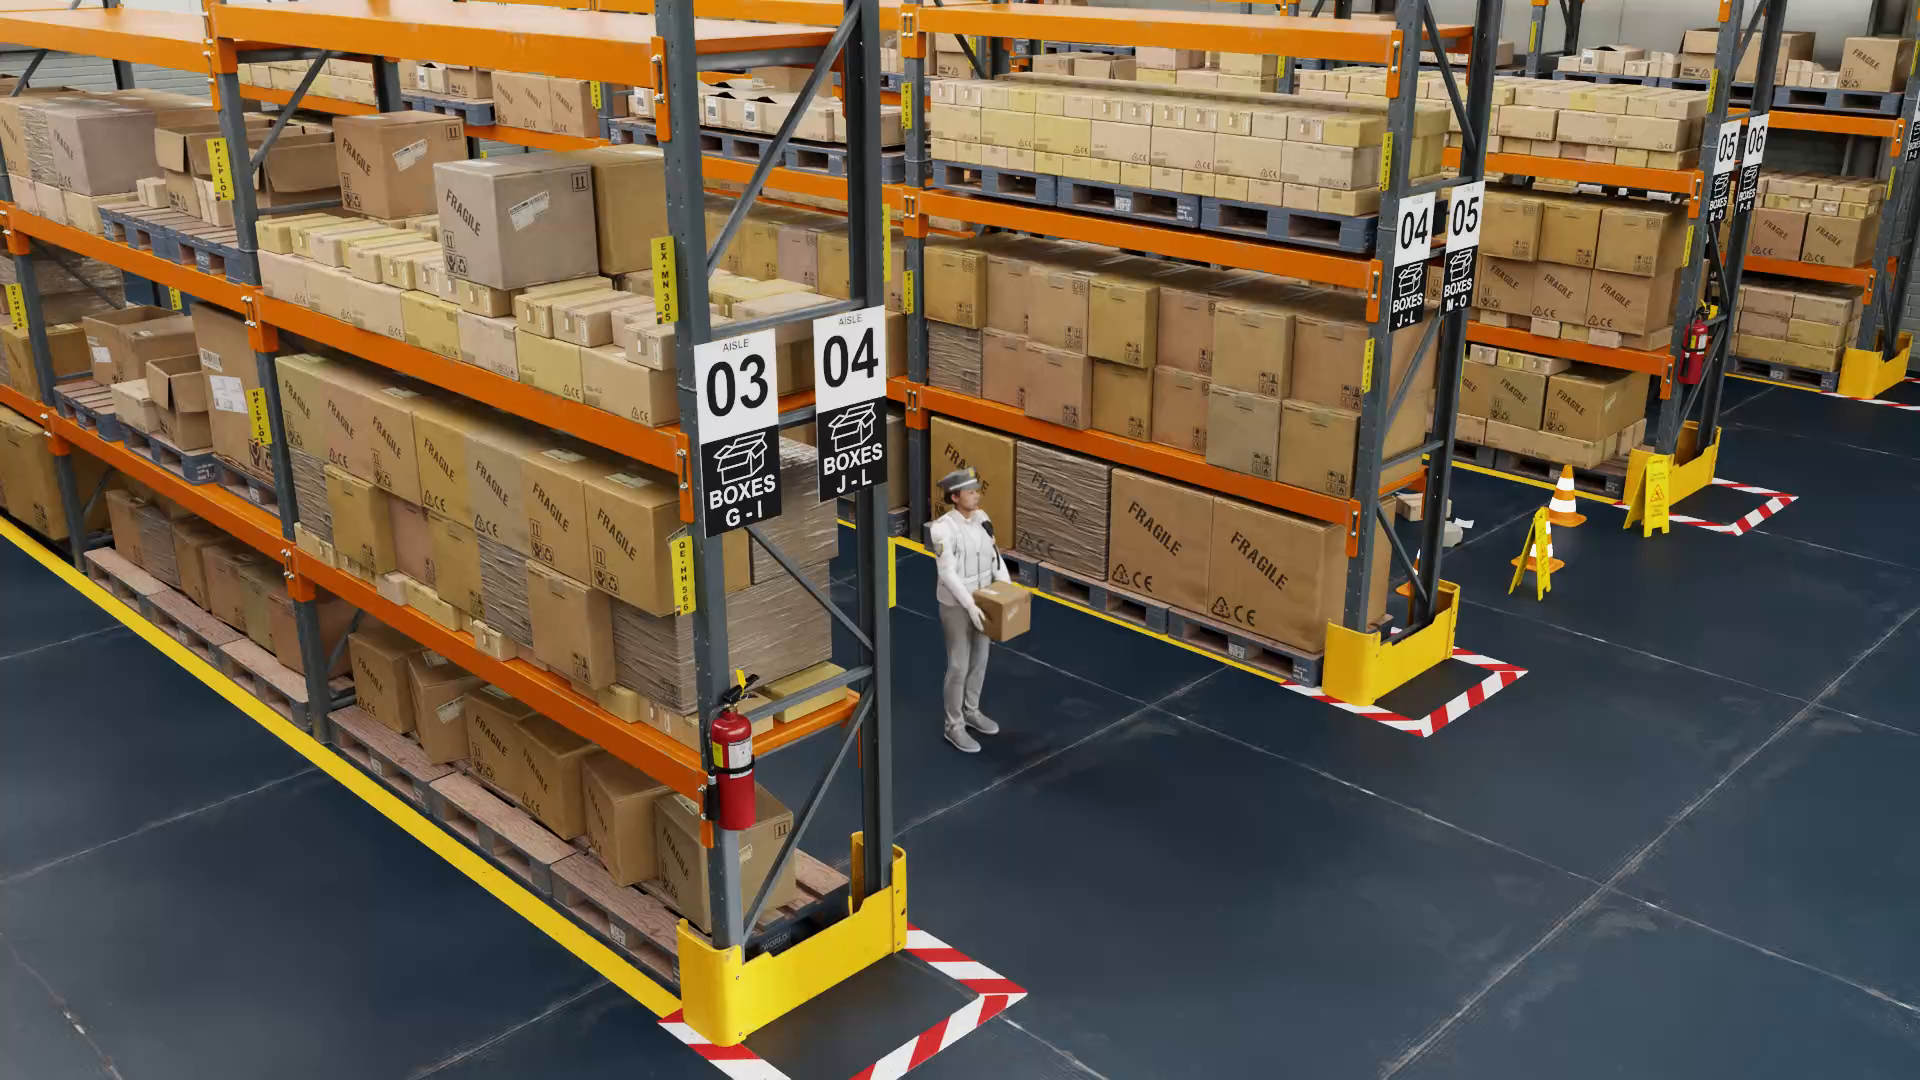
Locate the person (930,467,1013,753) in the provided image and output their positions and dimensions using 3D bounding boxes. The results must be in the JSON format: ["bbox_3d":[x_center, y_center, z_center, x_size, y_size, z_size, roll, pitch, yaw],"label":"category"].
[{"bbox_3d":[0.075,0.384,10.009,0.505,1.700,0.503,19,28,41],"label":"person"}]
